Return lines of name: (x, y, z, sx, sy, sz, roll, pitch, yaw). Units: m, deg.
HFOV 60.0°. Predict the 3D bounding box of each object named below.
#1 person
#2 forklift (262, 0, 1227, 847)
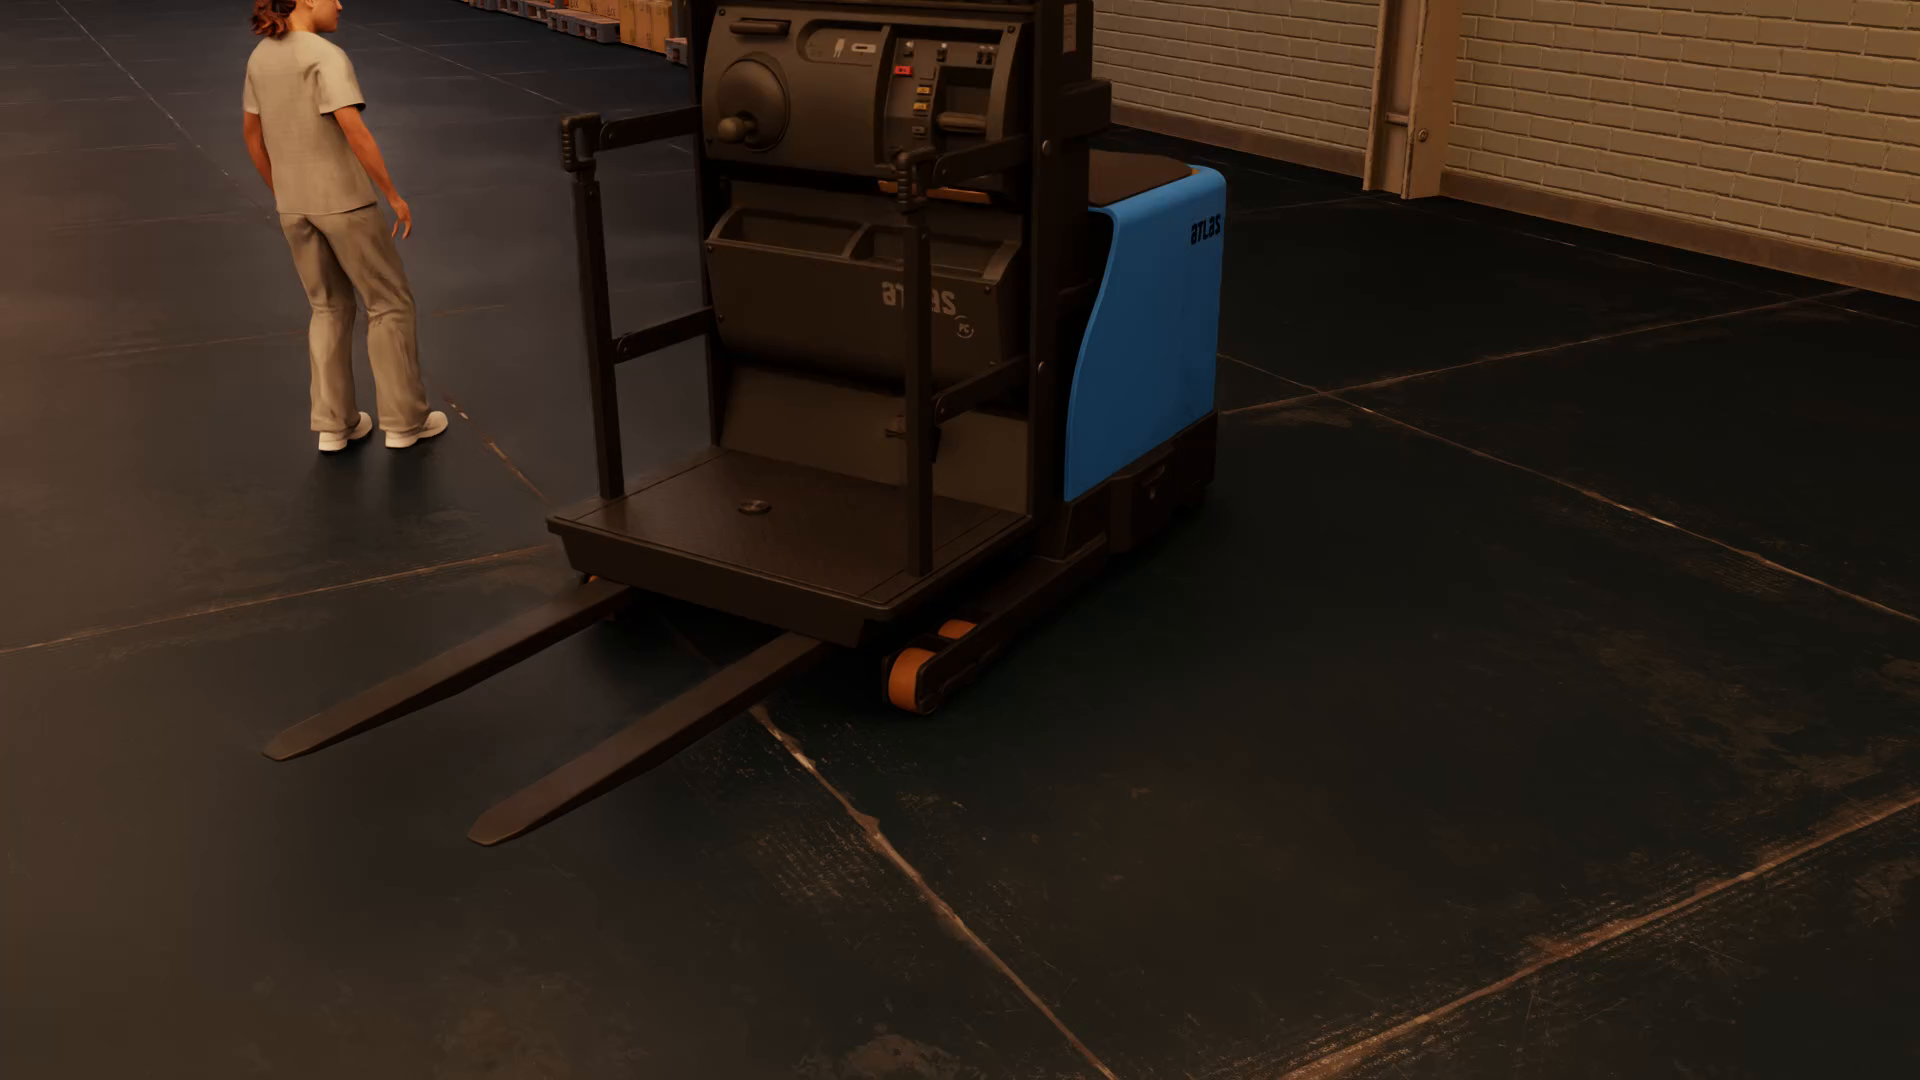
person: (-2.118, -1.140, 5.722, 0.599, 1.664, 0.429, 9, 24, 21)
forklift: (-0.376, -1.127, 4.020, 1.130, 2.935, 3.031, 13, 26, 29)
